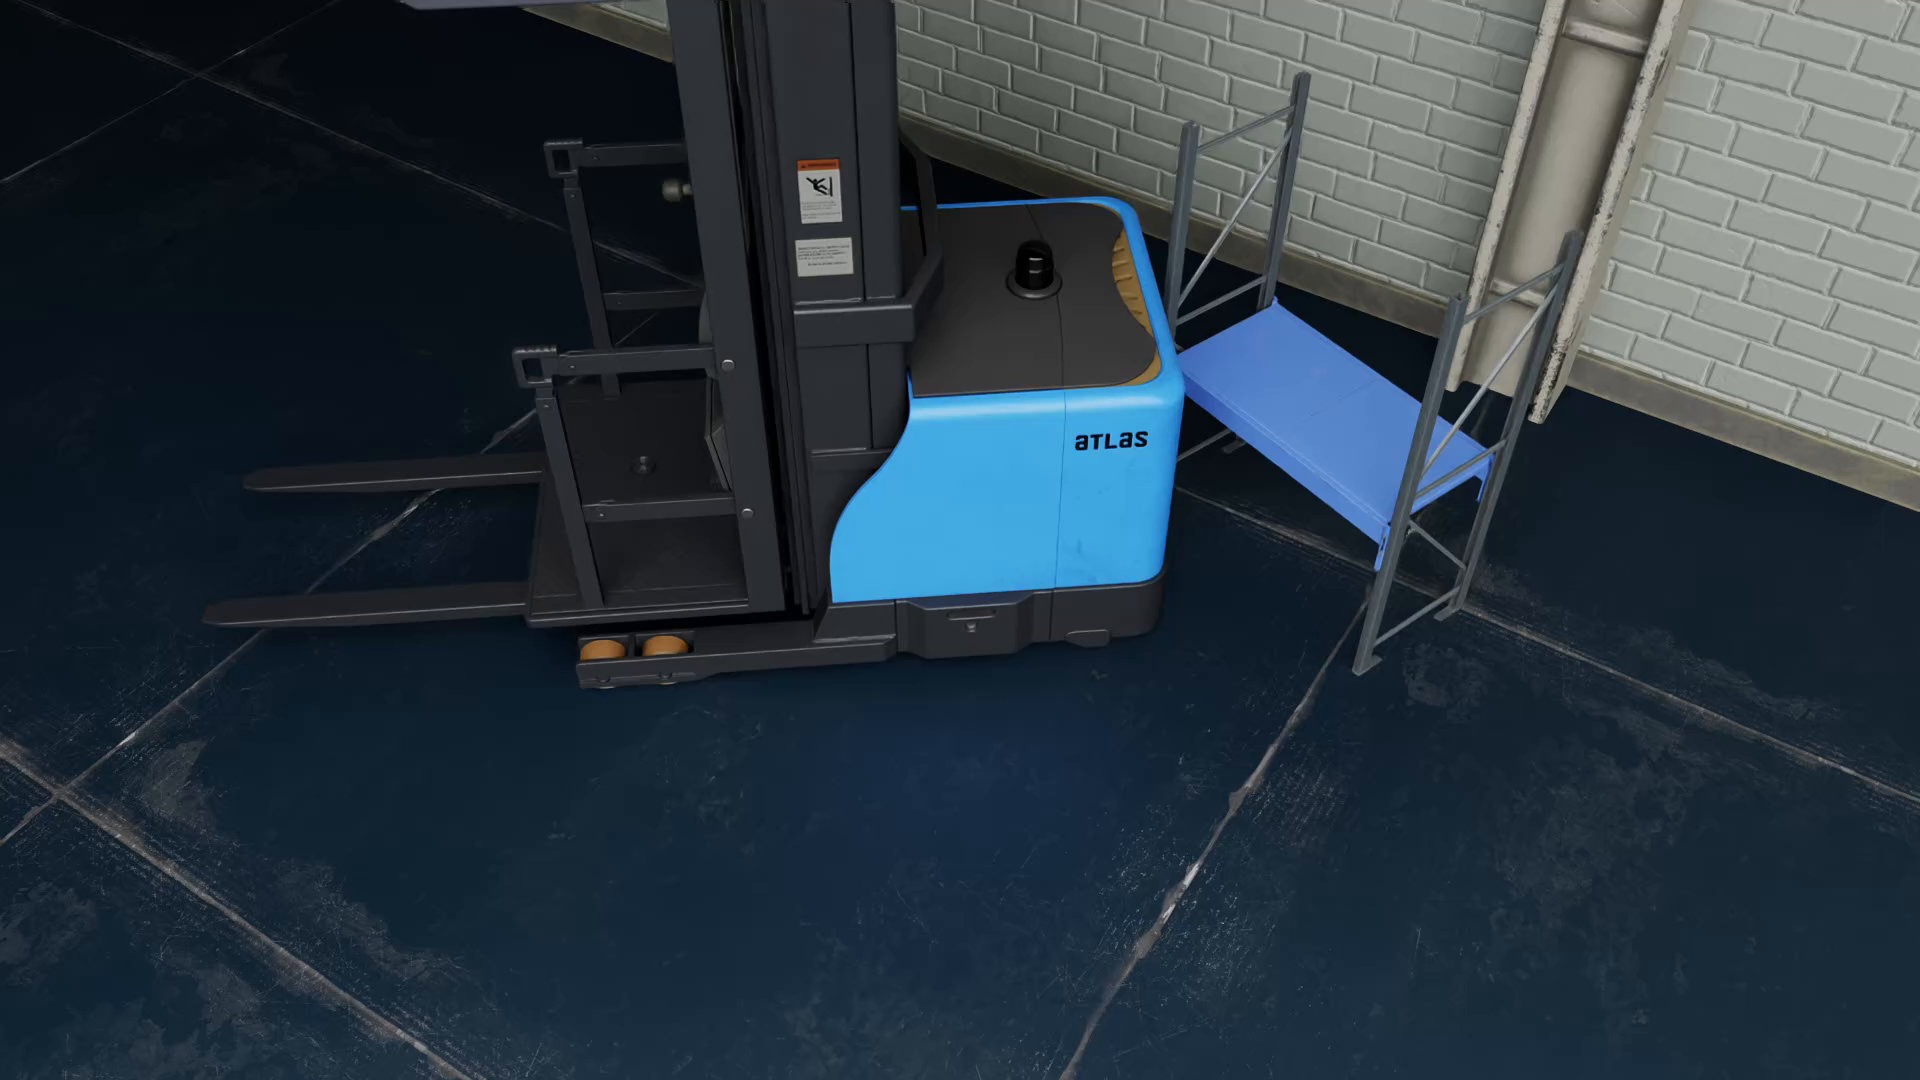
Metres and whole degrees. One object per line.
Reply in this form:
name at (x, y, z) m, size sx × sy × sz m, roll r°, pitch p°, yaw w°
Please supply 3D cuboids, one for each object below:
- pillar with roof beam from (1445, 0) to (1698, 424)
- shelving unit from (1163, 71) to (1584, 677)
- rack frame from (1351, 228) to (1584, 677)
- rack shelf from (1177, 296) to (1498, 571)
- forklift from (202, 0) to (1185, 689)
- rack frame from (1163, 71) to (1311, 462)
pillar with roof beam at (-0.252, -1.134, 0.578) m, size 0.400 × 9.000 × 9.100 m, roll 25°, pitch 51°, yaw 22°
shelving unit at (1.159, -0.492, 5.182) m, size 0.538 × 1.500 × 1.048 m, roll -28°, pitch 52°, yaw -25°
rack frame at (1.465, -0.201, 4.899) m, size 0.500 × 1.500 × 0.032 m, roll -28°, pitch 52°, yaw -25°
rack shelf at (1.159, -0.366, 5.311) m, size 0.538 × 0.185 × 1.000 m, roll -28°, pitch 52°, yaw -25°
forklift at (-0.891, -0.947, 4.626) m, size 3.031 × 2.935 × 1.130 m, roll -4°, pitch 46°, yaw -4°
rack frame at (0.853, -0.783, 5.465) m, size 0.500 × 1.500 × 0.032 m, roll -28°, pitch 52°, yaw -25°
